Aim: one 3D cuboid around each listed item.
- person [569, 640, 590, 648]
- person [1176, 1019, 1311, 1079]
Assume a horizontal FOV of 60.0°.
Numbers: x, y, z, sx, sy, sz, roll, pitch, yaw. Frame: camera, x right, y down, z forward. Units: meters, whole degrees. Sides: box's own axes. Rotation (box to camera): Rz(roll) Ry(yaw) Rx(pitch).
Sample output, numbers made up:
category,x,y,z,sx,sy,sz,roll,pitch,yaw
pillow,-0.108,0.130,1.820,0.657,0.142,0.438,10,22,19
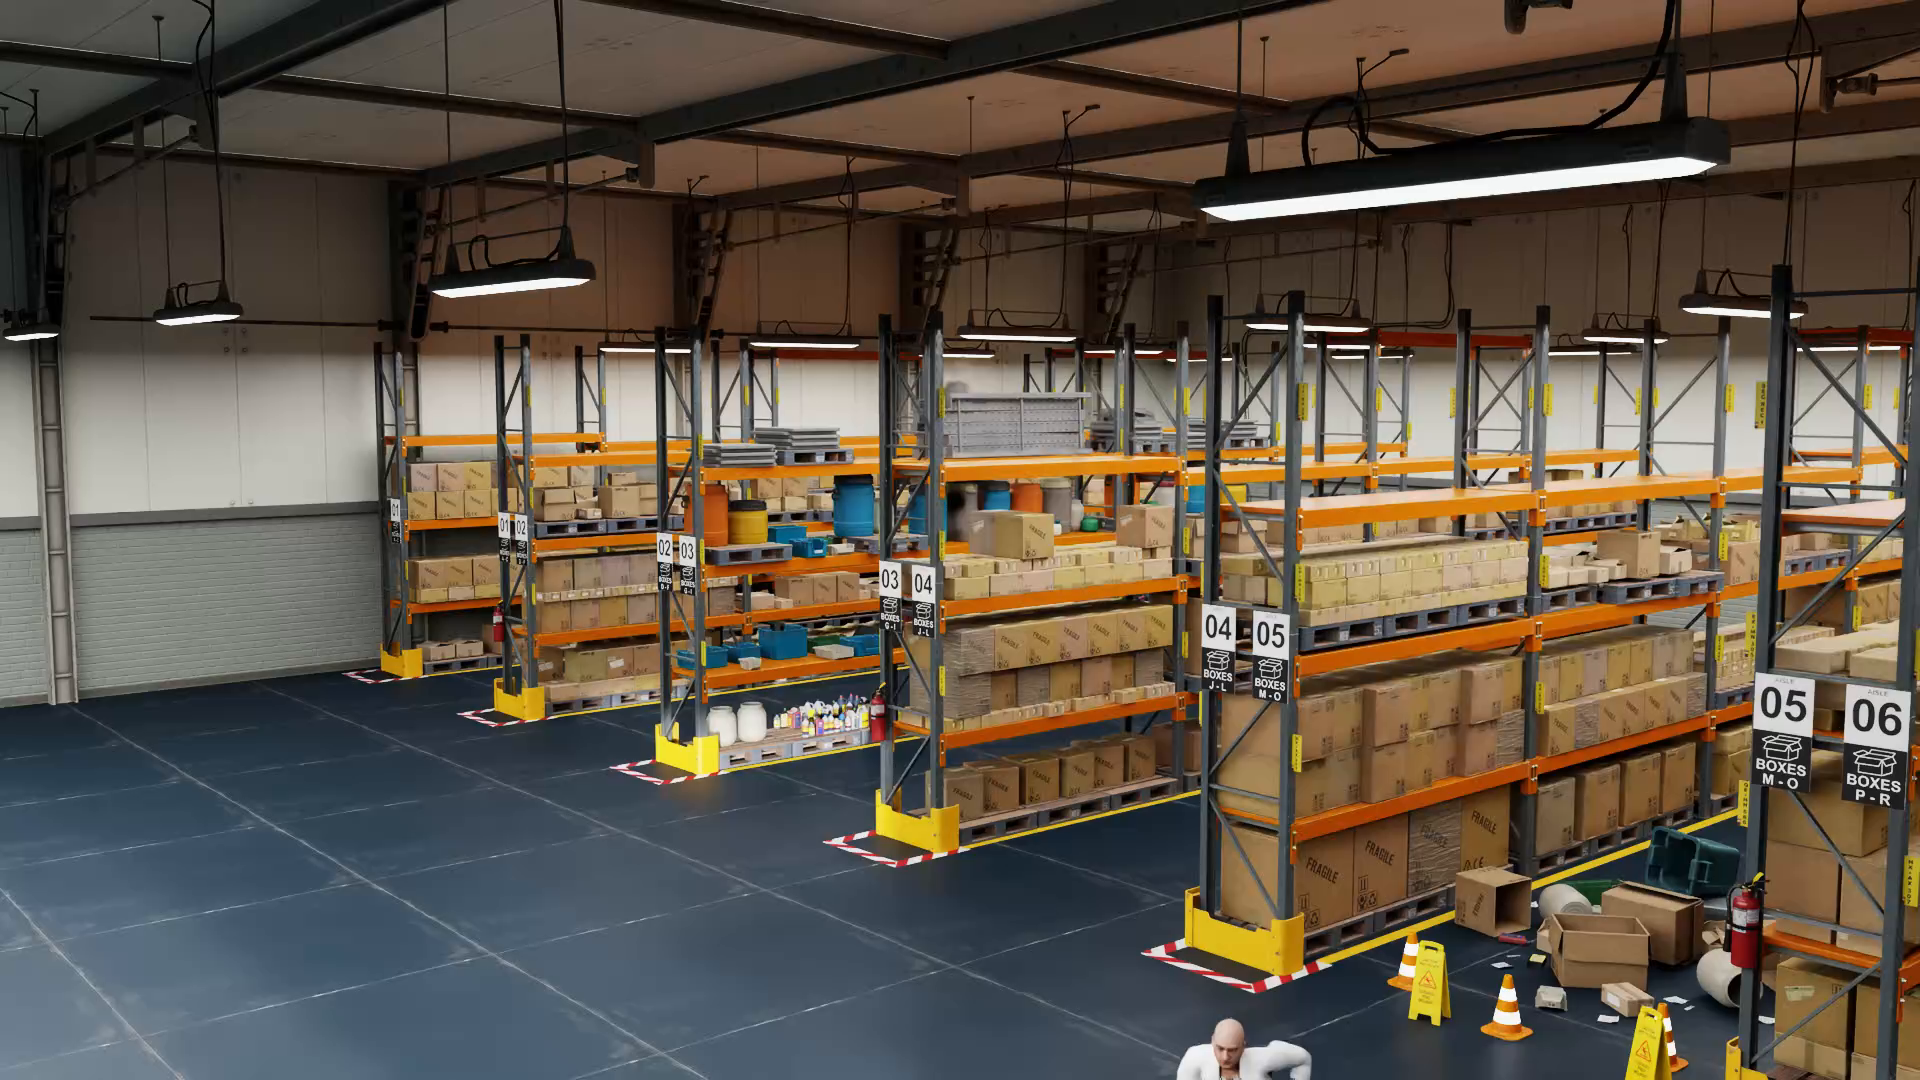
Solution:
category,x,y,z,sx,sy,sz,roll,pitch,yaw
person,-6.541,1.740,28.634,0.614,1.653,0.545,4,7,39
person,1.642,3.489,9.589,0.753,1.738,1.072,2,6,22
